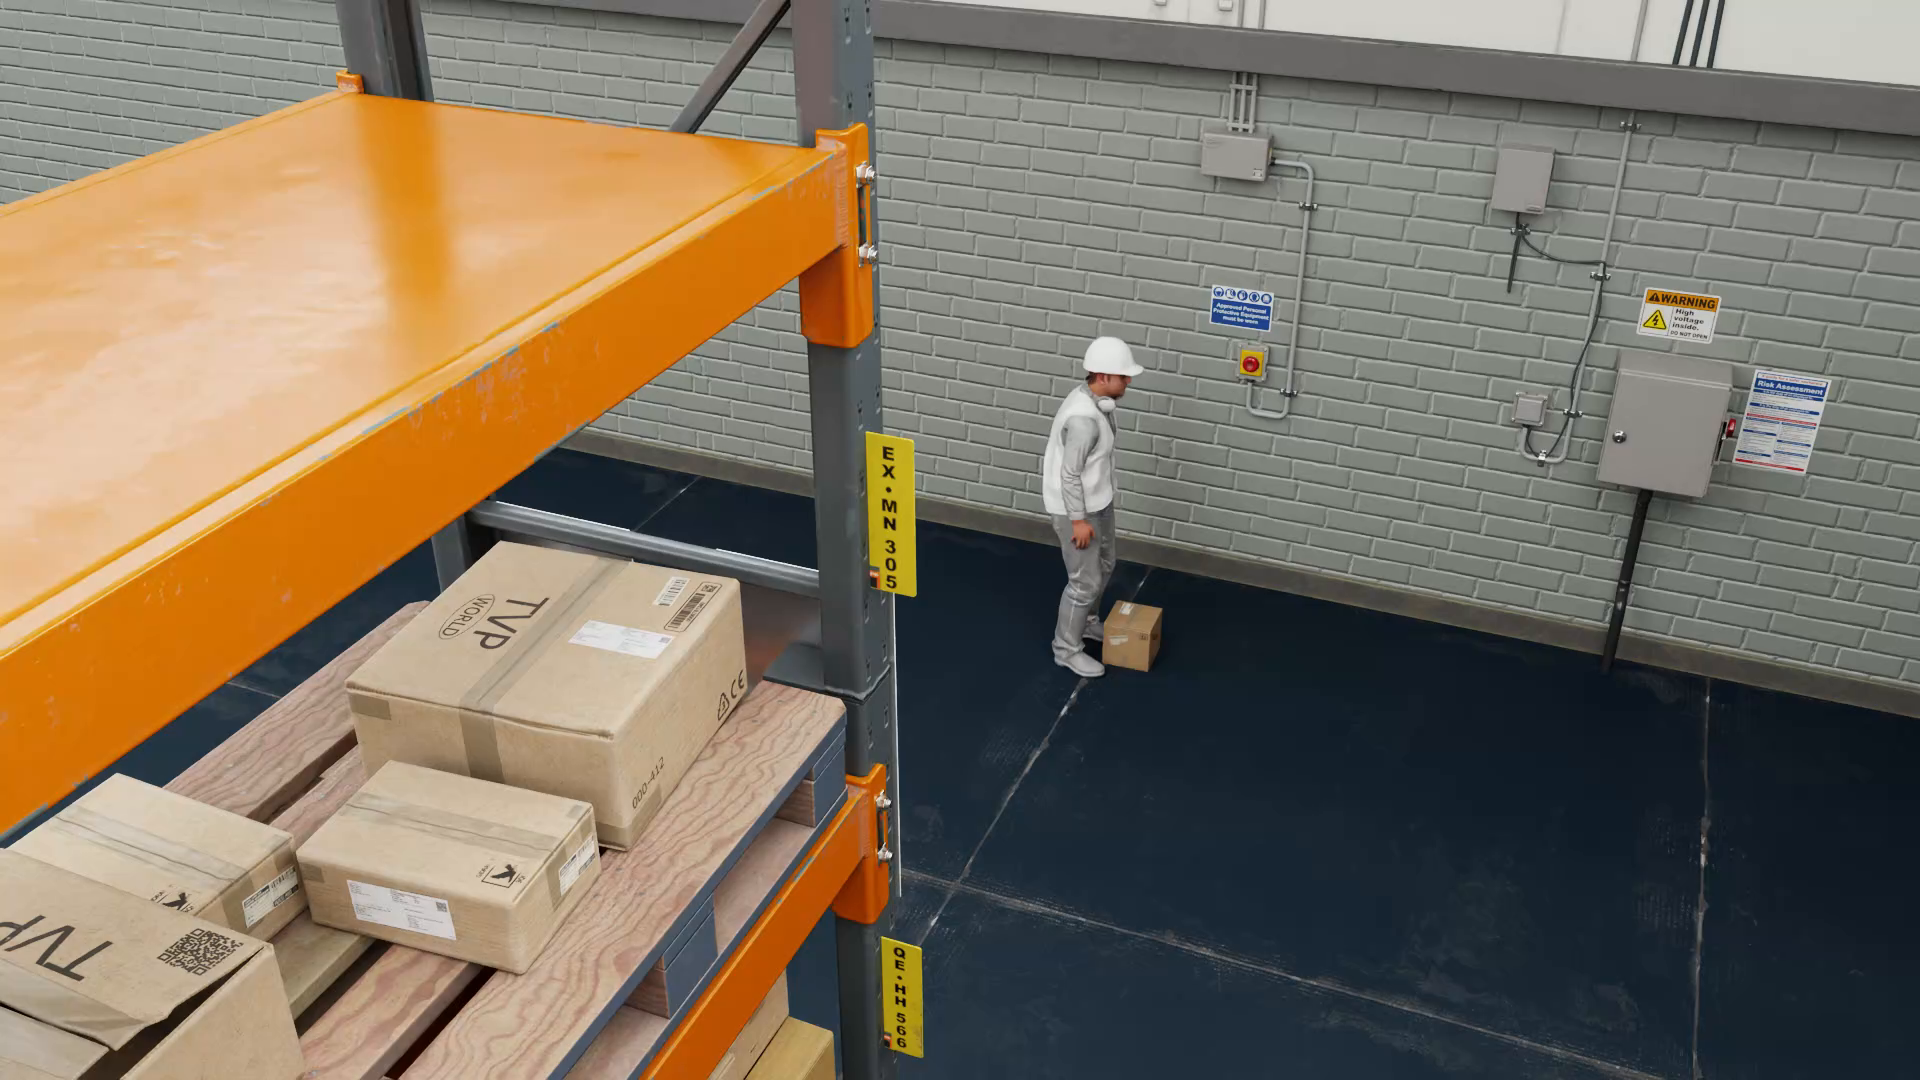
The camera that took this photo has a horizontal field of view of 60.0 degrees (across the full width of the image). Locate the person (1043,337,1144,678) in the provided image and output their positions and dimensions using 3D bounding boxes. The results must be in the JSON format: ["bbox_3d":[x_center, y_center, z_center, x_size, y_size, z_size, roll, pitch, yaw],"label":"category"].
[{"bbox_3d":[0.657,-0.198,8.456,0.464,1.767,0.583,10,31,17],"label":"person"}]
